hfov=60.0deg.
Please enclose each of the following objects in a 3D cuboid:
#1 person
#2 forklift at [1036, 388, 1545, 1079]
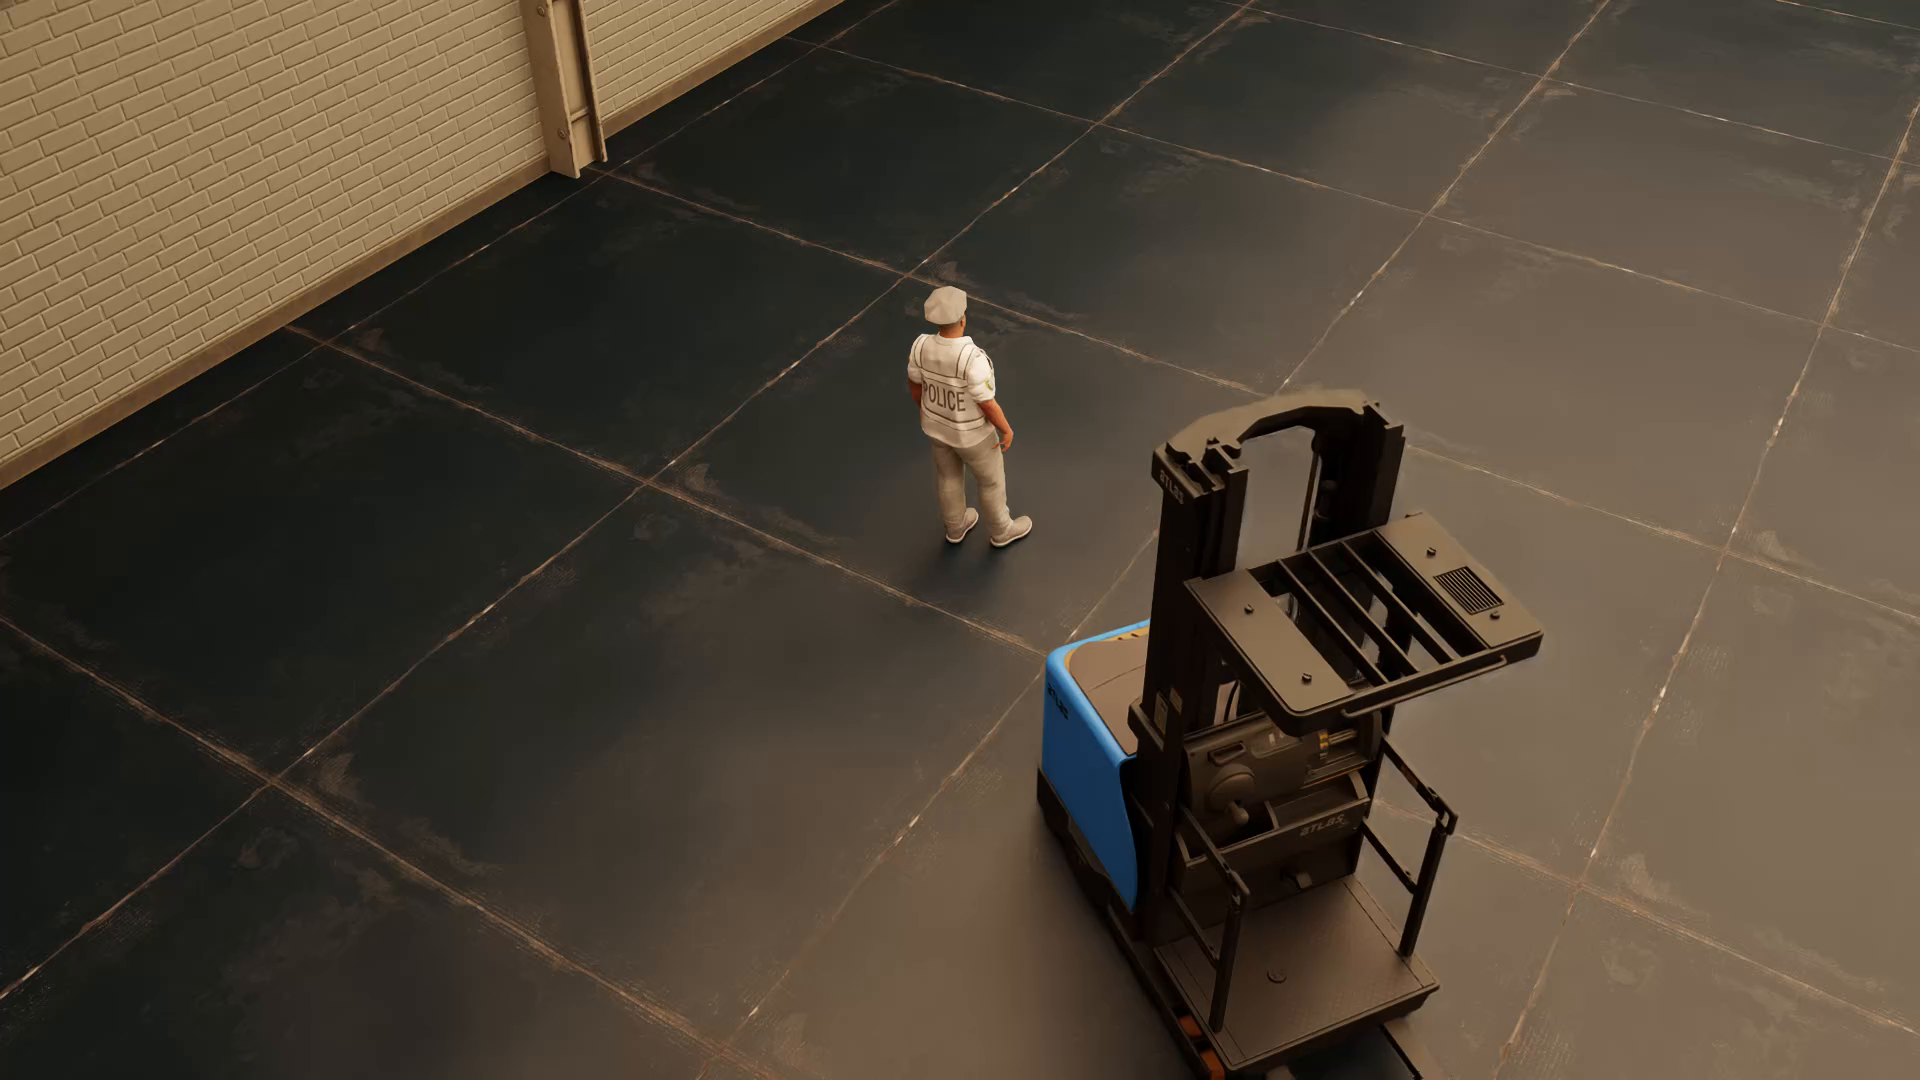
[{"bbox_3d":[0.052,-0.723,9.699,0.641,1.778,0.574,22,45,24],"label":"person"},{"bbox_3d":[1.448,0.980,6.811,1.130,2.935,3.031,-16,43,-18],"label":"forklift"}]
